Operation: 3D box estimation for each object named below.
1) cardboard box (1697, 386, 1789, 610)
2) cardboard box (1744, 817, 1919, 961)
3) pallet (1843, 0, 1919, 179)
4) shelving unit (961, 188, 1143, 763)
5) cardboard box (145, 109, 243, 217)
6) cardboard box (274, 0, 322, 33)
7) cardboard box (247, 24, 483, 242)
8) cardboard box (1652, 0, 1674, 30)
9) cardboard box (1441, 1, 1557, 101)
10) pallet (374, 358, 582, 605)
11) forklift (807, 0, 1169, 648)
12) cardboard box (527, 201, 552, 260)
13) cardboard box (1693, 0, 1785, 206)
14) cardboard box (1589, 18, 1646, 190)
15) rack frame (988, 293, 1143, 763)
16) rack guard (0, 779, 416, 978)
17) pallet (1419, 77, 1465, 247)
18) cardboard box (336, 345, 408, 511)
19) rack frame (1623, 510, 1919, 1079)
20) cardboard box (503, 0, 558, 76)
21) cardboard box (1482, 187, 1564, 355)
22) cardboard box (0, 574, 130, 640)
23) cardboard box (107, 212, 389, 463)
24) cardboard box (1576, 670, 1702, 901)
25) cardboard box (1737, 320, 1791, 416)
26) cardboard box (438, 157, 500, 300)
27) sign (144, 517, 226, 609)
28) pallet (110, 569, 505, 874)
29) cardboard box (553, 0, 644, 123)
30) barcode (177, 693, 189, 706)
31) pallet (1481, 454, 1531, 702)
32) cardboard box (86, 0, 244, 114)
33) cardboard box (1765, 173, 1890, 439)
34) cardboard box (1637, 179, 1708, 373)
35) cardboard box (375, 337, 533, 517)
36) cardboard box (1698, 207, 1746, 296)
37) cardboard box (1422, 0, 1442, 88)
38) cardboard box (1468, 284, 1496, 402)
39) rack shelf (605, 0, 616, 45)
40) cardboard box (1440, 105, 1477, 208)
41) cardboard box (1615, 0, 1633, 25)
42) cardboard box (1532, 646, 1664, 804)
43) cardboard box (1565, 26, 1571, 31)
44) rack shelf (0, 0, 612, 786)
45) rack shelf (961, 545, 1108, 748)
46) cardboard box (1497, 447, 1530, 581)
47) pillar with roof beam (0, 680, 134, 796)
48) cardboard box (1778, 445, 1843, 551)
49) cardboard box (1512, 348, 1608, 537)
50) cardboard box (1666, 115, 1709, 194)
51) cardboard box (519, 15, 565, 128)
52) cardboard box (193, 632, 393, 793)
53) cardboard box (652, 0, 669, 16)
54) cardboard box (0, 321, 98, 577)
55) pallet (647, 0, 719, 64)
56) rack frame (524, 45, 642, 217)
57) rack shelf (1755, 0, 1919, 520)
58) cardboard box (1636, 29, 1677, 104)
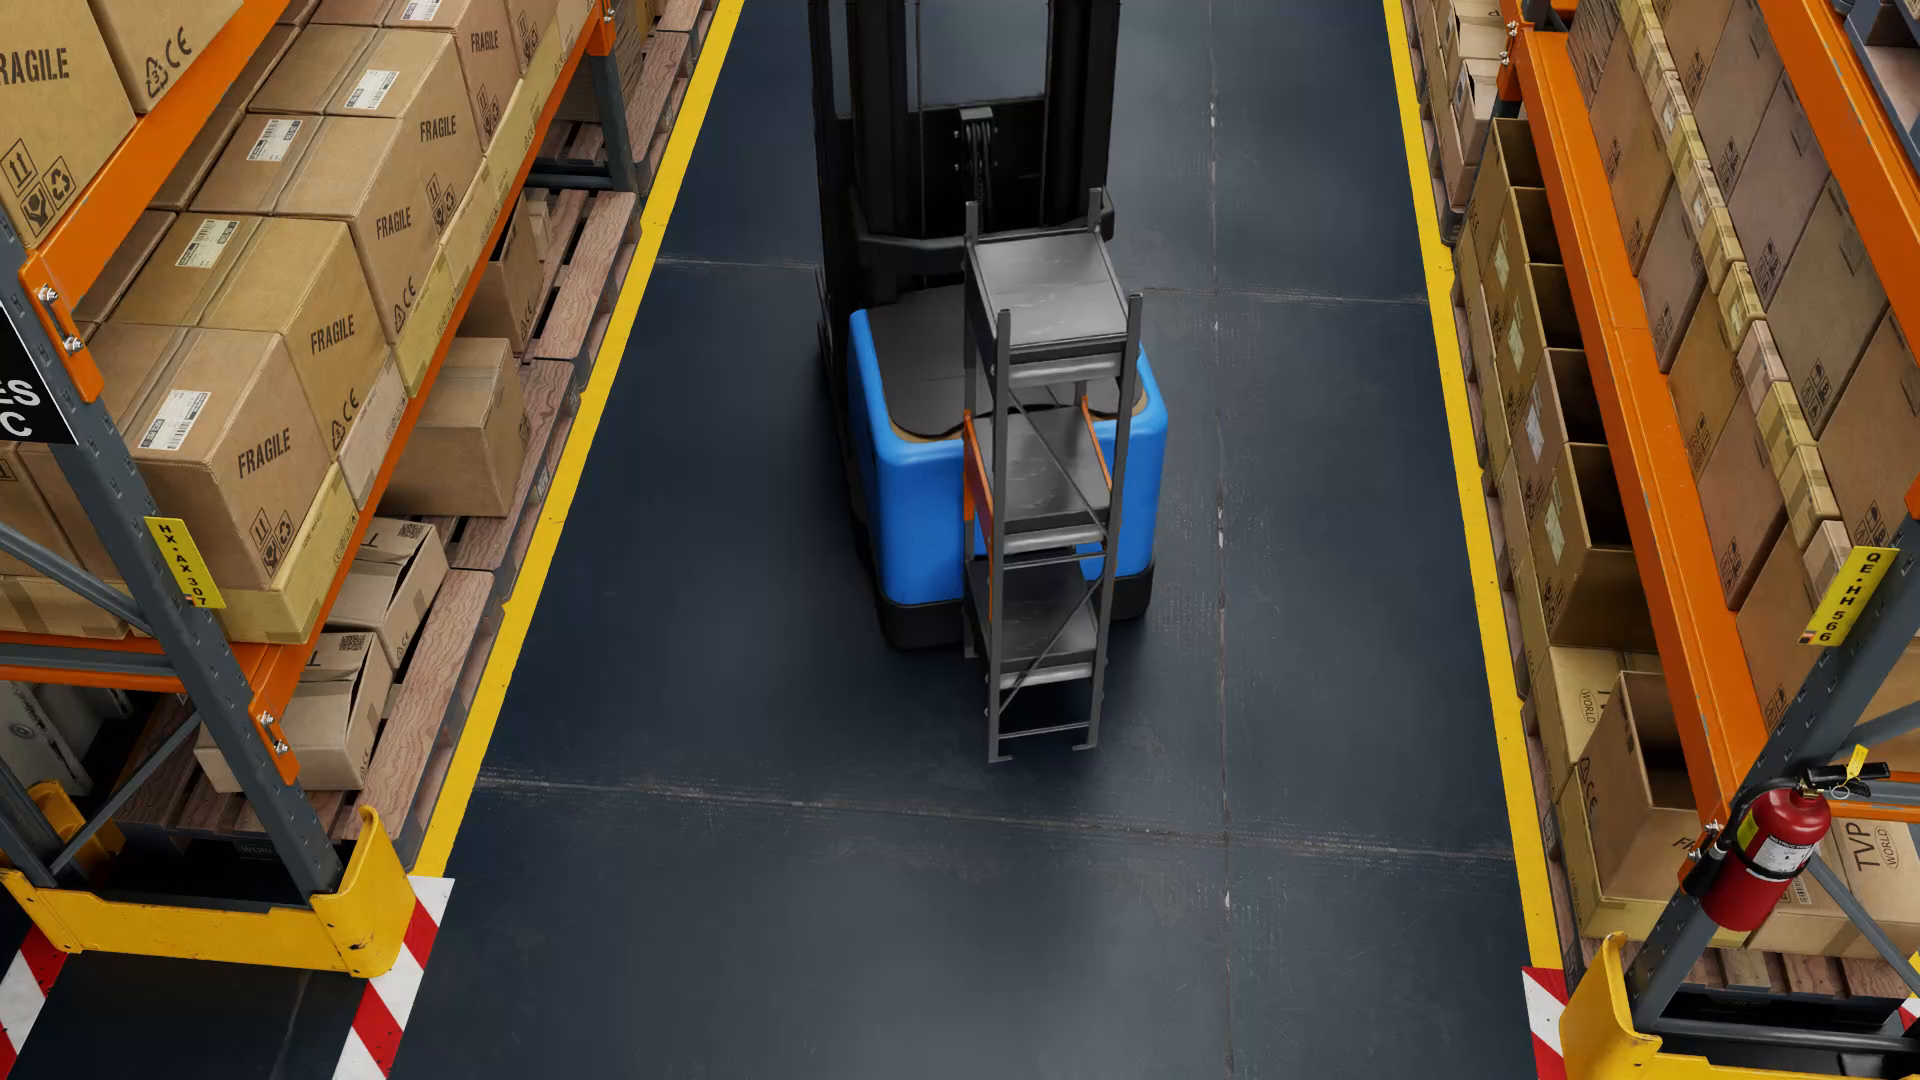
[{"bbox_3d":[2.591,-0.117,4.757,0.700,0.500,0.500,5,48,5],"label":"cardboard box"},{"bbox_3d":[2.763,1.052,5.334,0.500,0.250,0.500,4,48,4],"label":"cardboard box"},{"bbox_3d":[2.583,-0.856,3.527,1.003,0.211,1.213,4,48,4],"label":"pallet"},{"bbox_3d":[0.256,-0.109,5.427,0.431,2.100,0.503,-7,48,-7],"label":"shelving unit"},{"bbox_3d":[-2.511,-1.005,5.216,0.500,0.500,0.500,3,48,2],"label":"cardboard box"},{"bbox_3d":[-2.429,-1.757,5.904,0.500,0.500,0.500,5,48,5],"label":"cardboard box"},{"bbox_3d":[-1.955,-1.347,5.529,0.500,0.500,0.500,5,48,5],"label":"cardboard box"},{"bbox_3d":[2.778,-2.068,5.662,0.700,0.500,0.500,4,48,3],"label":"cardboard box"},{"bbox_3d":[2.650,-2.397,8.109,0.500,0.311,0.500,5,48,5],"label":"cardboard box"},{"bbox_3d":[-2.211,-0.289,6.871,1.003,0.211,1.213,4,48,4],"label":"pallet"},{"bbox_3d":[-0.027,-1.687,6.307,1.130,2.935,3.031,-7,48,-7],"label":"forklift"},{"bbox_3d":[-2.095,-1.422,7.640,0.380,0.166,0.250,-2,48,-2],"label":"cardboard box"},{"bbox_3d":[2.686,-1.333,4.990,0.700,0.500,0.500,4,48,4],"label":"cardboard box"},{"bbox_3d":[2.781,-1.614,6.126,0.700,0.500,0.500,3,48,3],"label":"cardboard box"},{"bbox_3d":[0.299,0.068,5.265,0.400,2.100,0.015,-7,48,-7],"label":"rack frame"},{"bbox_3d":[-2.434,1.102,5.403,1.175,0.500,0.348,4,48,4],"label":"rack guard"},{"bbox_3d":[2.885,-1.898,8.342,1.003,0.211,1.213,4,48,4],"label":"pallet"},{"bbox_3d":[-2.047,-0.362,5.136,0.500,0.250,0.500,3,48,2],"label":"cardboard box"},{"bbox_3d":[2.492,0.645,4.128,1.000,3.000,0.127,4,48,4],"label":"rack frame"},{"bbox_3d":[-1.851,-2.099,6.217,0.500,0.500,0.500,4,48,3],"label":"cardboard box"},{"bbox_3d":[2.465,-1.074,6.770,0.500,0.500,0.500,4,48,4],"label":"cardboard box"},{"bbox_3d":[-2.591,0.002,4.804,0.500,0.250,0.500,4,48,4],"label":"cardboard box"},{"bbox_3d":[-2.043,-0.588,4.835,0.500,0.500,0.500,4,48,4],"label":"cardboard box"},{"bbox_3d":[2.245,0.764,5.089,0.500,0.500,0.500,4,48,4],"label":"cardboard box"},{"bbox_3d":[2.408,-0.467,4.637,0.380,0.149,0.250,4,48,4],"label":"cardboard box"},{"bbox_3d":[-1.947,-1.107,5.818,0.500,0.250,0.500,4,48,4],"label":"cardboard box"},{"bbox_3d":[-1.901,0.058,4.077,0.100,0.325,0.005,4,48,4],"label":"sign"},{"bbox_3d":[-2.325,0.605,6.054,1.003,0.211,1.213,4,48,4],"label":"pallet"},{"bbox_3d":[-2.026,-2.472,8.374,0.700,0.500,0.500,5,48,5],"label":"cardboard box"},{"bbox_3d":[-2.685,0.528,5.752,0.001,0.075,0.075,4,48,4],"label":"barcode"},{"bbox_3d":[2.634,0.127,6.491,1.003,0.211,1.213,4,48,4],"label":"pallet"},{"bbox_3d":[-2.077,-1.360,3.847,0.500,0.500,0.500,7,48,6],"label":"cardboard box"},{"bbox_3d":[2.595,-0.595,4.314,0.700,0.500,0.500,3,48,3],"label":"cardboard box"},{"bbox_3d":[2.686,-0.869,5.444,0.700,0.500,0.500,5,48,5],"label":"cardboard box"},{"bbox_3d":[-2.120,-0.448,6.522,0.700,0.500,0.500,1,48,1],"label":"cardboard box"},{"bbox_3d":[2.454,-0.853,4.990,0.380,0.149,0.250,5,48,5],"label":"cardboard box"},{"bbox_3d":[2.700,-2.580,8.656,0.500,0.250,0.500,5,48,4],"label":"cardboard box"},{"bbox_3d":[2.462,-0.821,7.047,0.500,0.250,0.500,4,48,4],"label":"cardboard box"},{"bbox_3d":[-1.894,-3.852,8.728,1.077,0.370,4.000,4,48,4],"label":"rack shelf"},{"bbox_3d":[2.606,-1.833,7.972,0.500,0.250,0.500,3,48,3],"label":"cardboard box"},{"bbox_3d":[2.595,-1.989,6.029,0.380,0.149,0.250,3,48,3],"label":"cardboard box"},{"bbox_3d":[2.281,0.649,5.703,0.500,0.250,0.500,4,48,4],"label":"cardboard box"},{"bbox_3d":[3.194,-2.352,8.067,0.500,0.311,0.500,3,48,3],"label":"cardboard box"},{"bbox_3d":[-2.259,-0.913,6.039,1.077,0.370,4.000,4,48,4],"label":"rack shelf"},{"bbox_3d":[0.256,0.372,5.954,0.431,0.518,0.480,-7,48,-7],"label":"rack shelf"},{"bbox_3d":[2.372,-0.086,6.375,0.500,0.250,0.500,4,48,4],"label":"cardboard box"},{"bbox_3d":[1.049,-1.993,2.475,9.100,9.000,0.400,4,48,4],"label":"pillar with roof beam"},{"bbox_3d":[2.360,-0.094,4.296,0.380,0.149,0.250,5,48,5],"label":"cardboard box"},{"bbox_3d":[2.368,-0.339,6.098,0.500,0.500,0.500,4,48,4],"label":"cardboard box"},{"bbox_3d":[2.502,-1.224,5.330,0.380,0.149,0.250,4,48,3],"label":"cardboard box"},{"bbox_3d":[-1.871,-1.847,6.495,0.500,0.250,0.500,4,48,4],"label":"cardboard box"},{"bbox_3d":[-2.288,0.571,5.719,0.500,0.311,0.500,-1,48,-1],"label":"cardboard box"},{"bbox_3d":[-1.942,-3.227,9.065,0.700,0.500,0.500,4,48,4],"label":"cardboard box"},{"bbox_3d":[-2.610,-0.256,4.531,0.500,0.500,0.500,3,48,3],"label":"cardboard box"},{"bbox_3d":[-1.898,-3.155,9.493,1.003,0.211,1.213,4,48,4],"label":"pallet"},{"bbox_3d":[-2.076,-2.625,7.118,1.000,3.000,0.127,4,48,4],"label":"rack frame"},{"bbox_3d":[2.675,-1.595,4.630,1.077,0.370,4.000,4,48,4],"label":"rack shelf"},{"bbox_3d":[2.548,-1.612,5.684,0.380,0.149,0.250,2,48,2],"label":"cardboard box"}]
